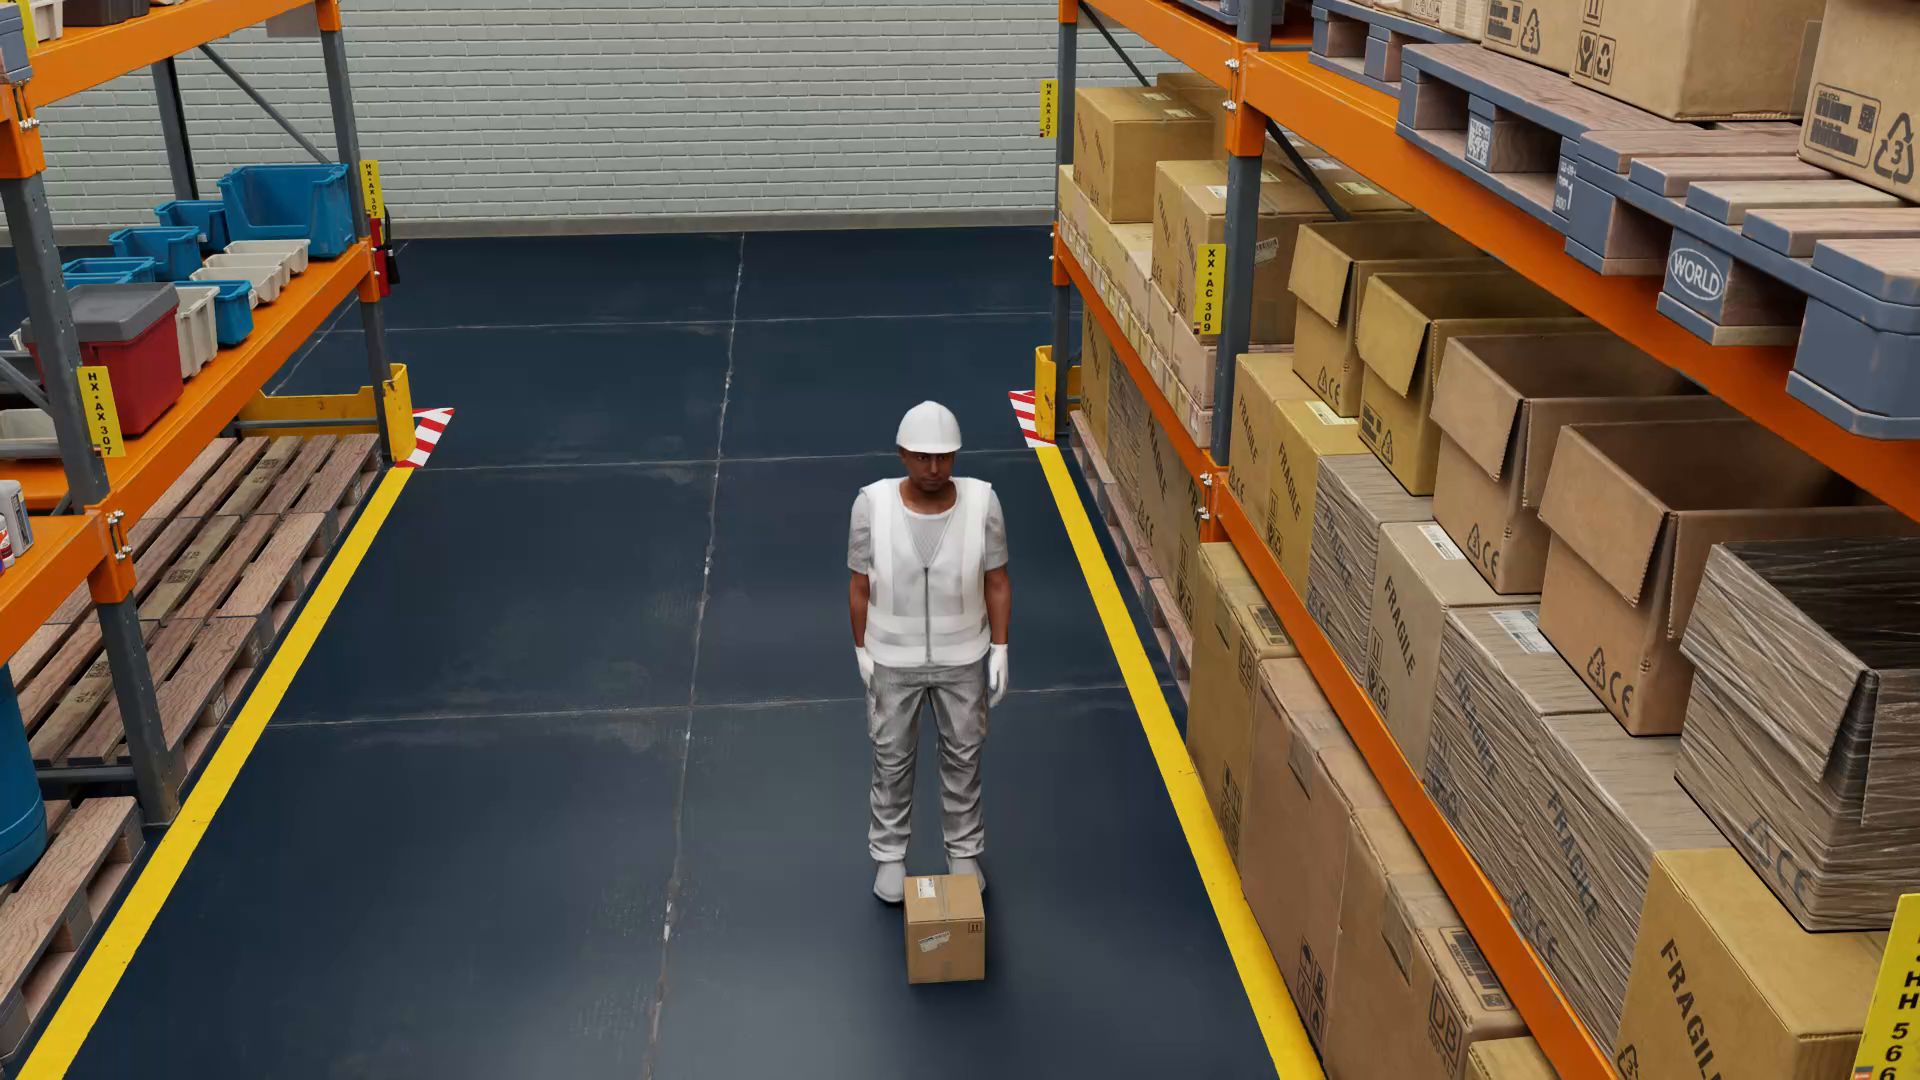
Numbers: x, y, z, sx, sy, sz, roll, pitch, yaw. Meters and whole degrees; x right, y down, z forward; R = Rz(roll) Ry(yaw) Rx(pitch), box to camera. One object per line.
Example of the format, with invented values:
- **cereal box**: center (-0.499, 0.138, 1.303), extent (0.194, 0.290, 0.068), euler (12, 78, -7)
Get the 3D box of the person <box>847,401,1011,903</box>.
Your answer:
- **person**: center (-0.100, 0.393, 5.663), extent (0.548, 1.787, 0.378), euler (-2, 24, -4)
